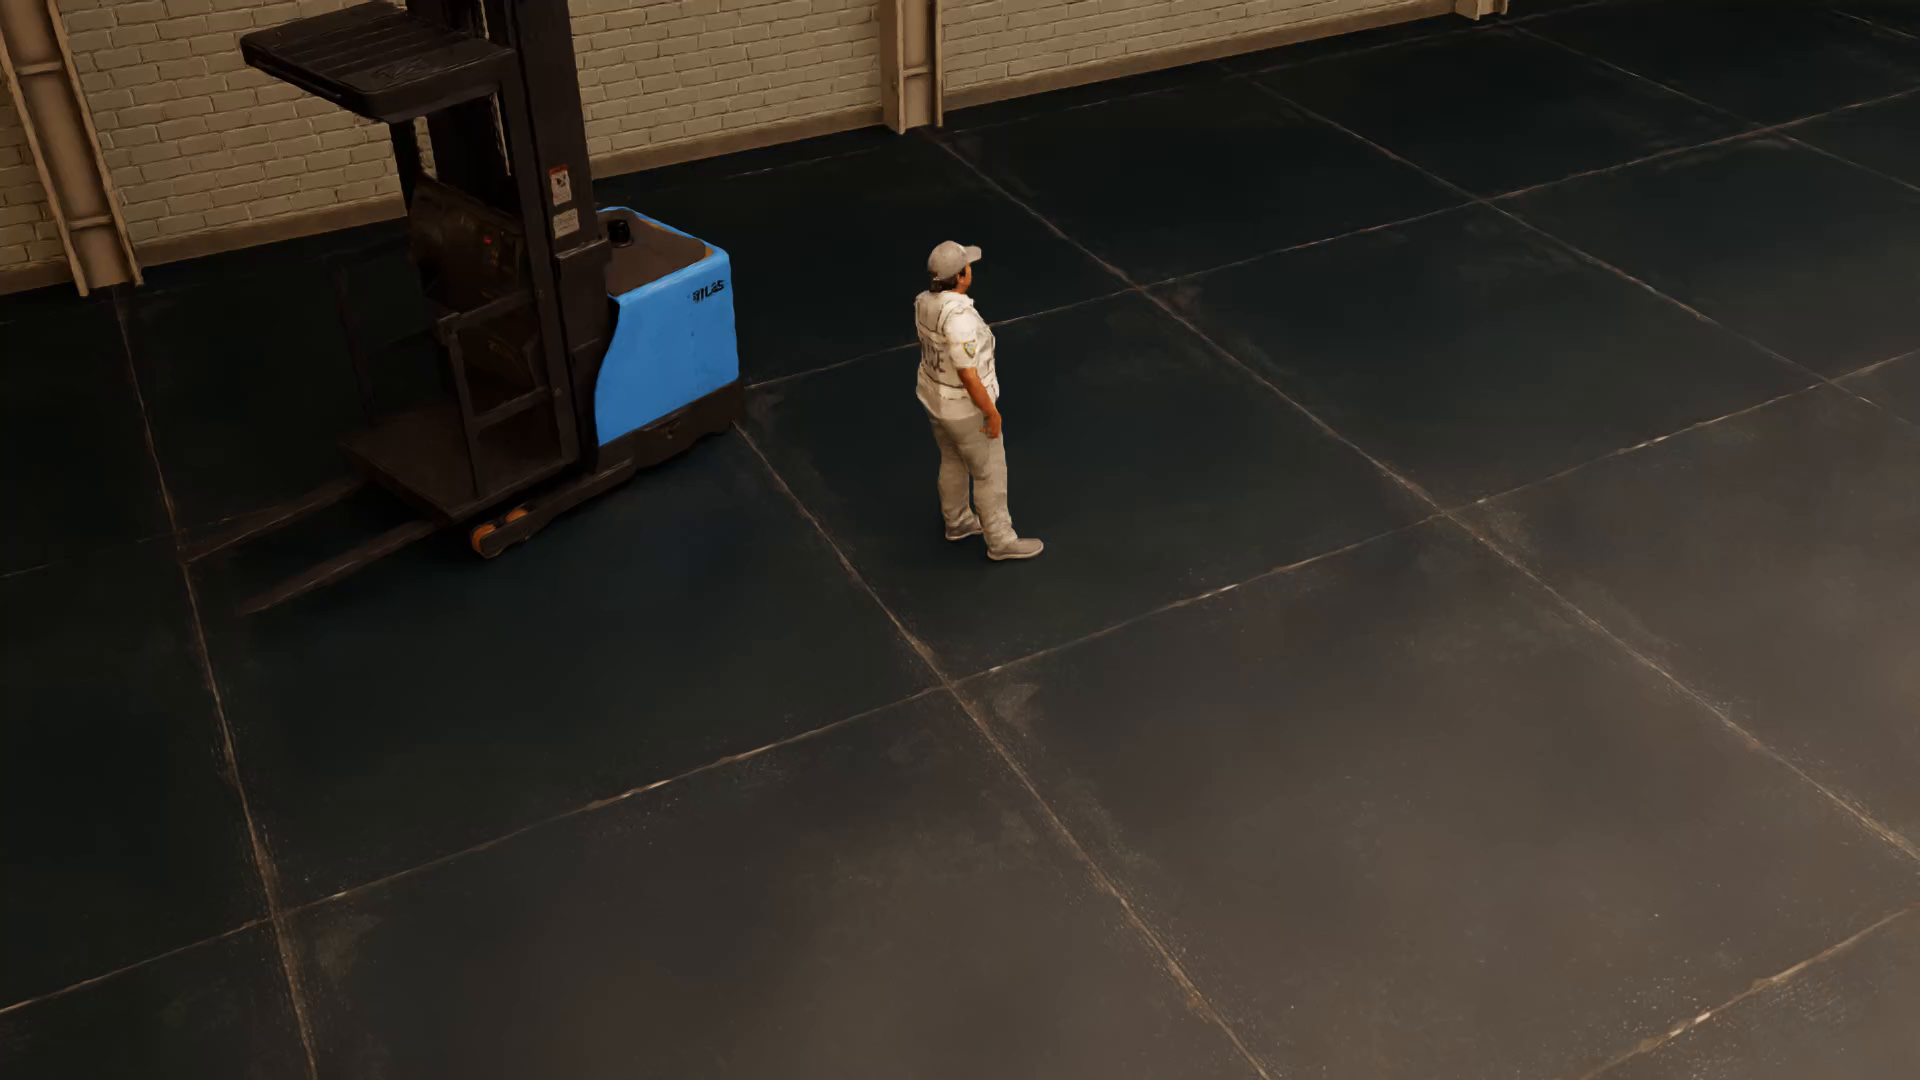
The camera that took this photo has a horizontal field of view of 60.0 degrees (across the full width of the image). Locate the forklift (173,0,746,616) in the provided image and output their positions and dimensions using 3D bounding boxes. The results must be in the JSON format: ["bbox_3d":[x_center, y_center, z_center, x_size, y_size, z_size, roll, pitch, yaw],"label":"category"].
[{"bbox_3d":[-2.596,-1.440,8.160,1.130,2.935,3.031,27,44,33],"label":"forklift"}]

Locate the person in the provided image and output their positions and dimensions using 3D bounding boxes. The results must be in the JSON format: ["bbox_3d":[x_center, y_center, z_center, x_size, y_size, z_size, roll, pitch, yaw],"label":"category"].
[{"bbox_3d":[0.078,-0.696,8.190,0.529,1.669,0.598,-17,39,-23],"label":"person"}]
